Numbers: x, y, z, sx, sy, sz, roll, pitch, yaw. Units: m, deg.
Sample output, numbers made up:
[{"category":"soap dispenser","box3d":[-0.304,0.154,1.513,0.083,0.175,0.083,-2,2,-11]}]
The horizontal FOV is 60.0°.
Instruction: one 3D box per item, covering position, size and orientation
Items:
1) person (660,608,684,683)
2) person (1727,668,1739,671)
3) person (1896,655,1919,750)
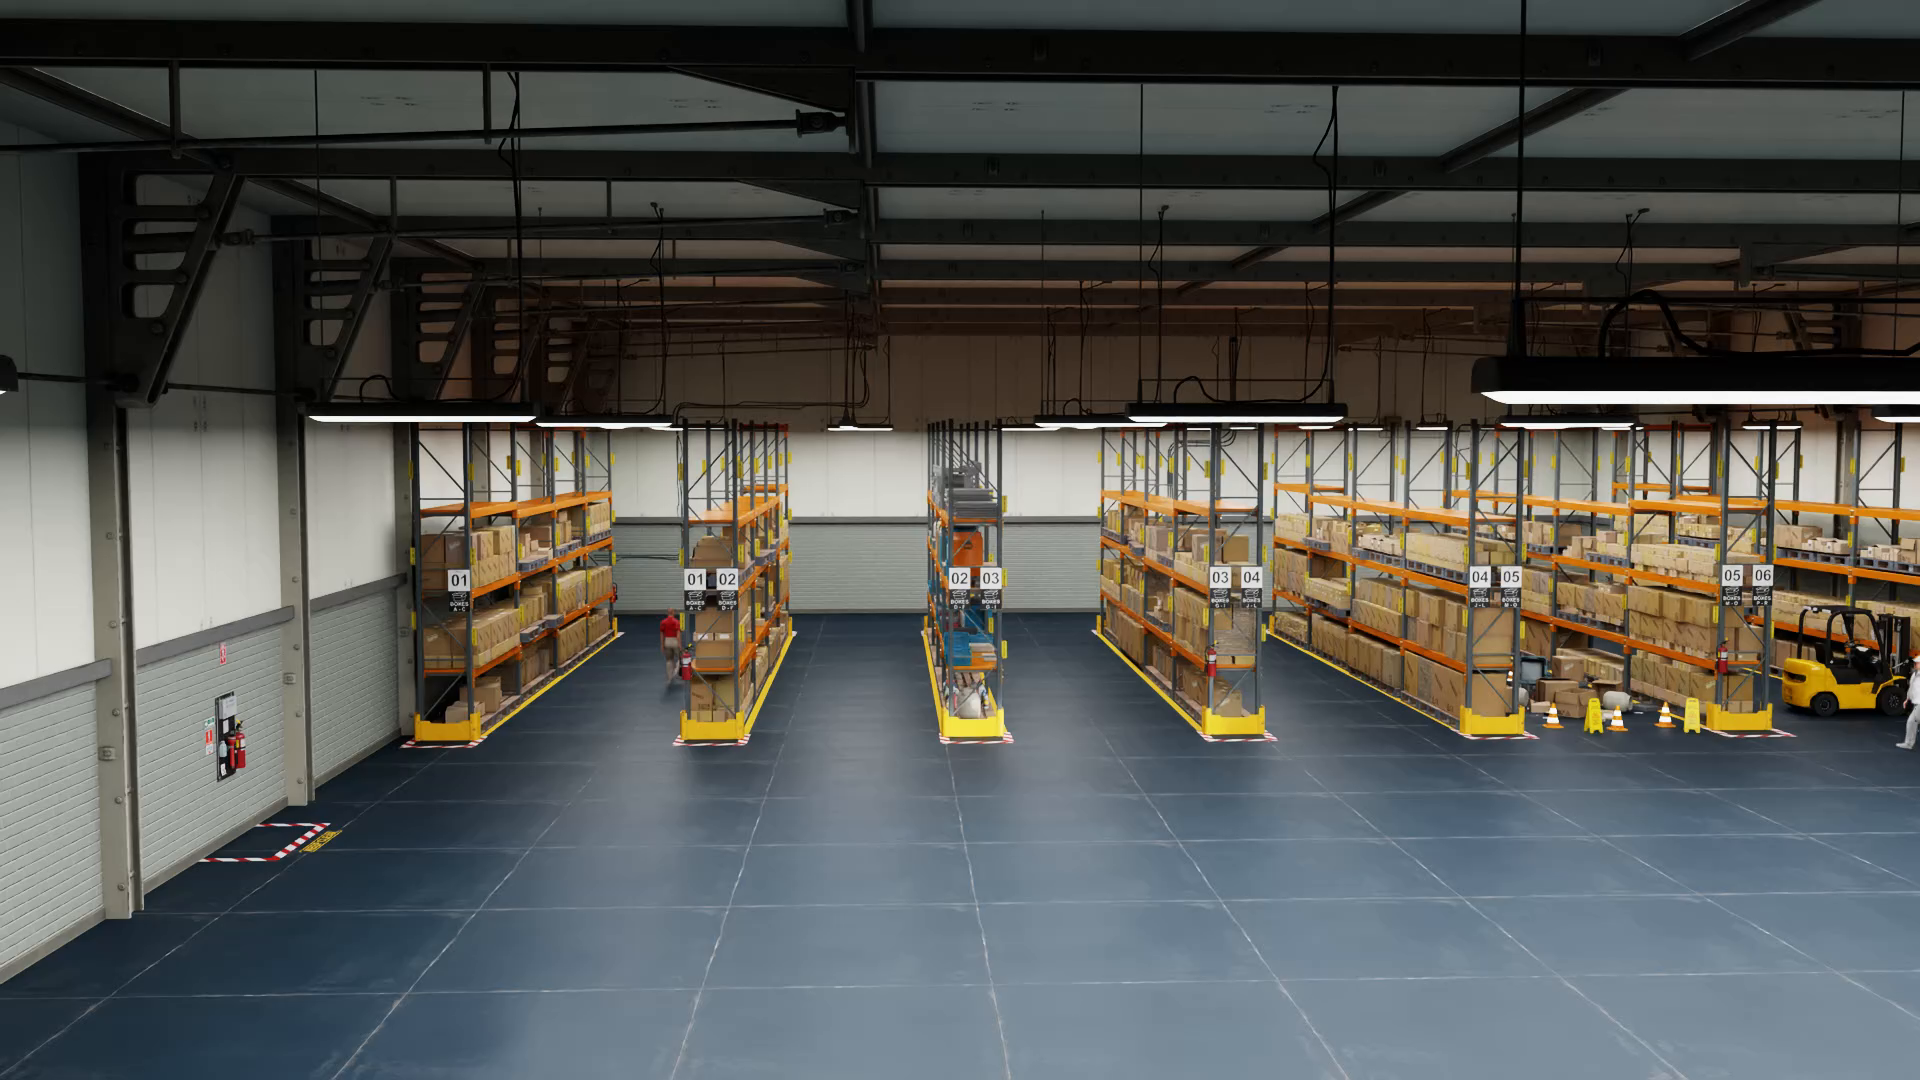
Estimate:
[{"category":"person","box3d":[-6.596,2.418,38.122,0.599,1.715,0.494,0,4,5]},{"category":"person","box3d":[16.685,2.632,36.073,0.539,1.578,0.679,0,4,0]},{"category":"person","box3d":[17.475,2.933,30.134,1.047,1.722,0.587,0,4,3]}]
